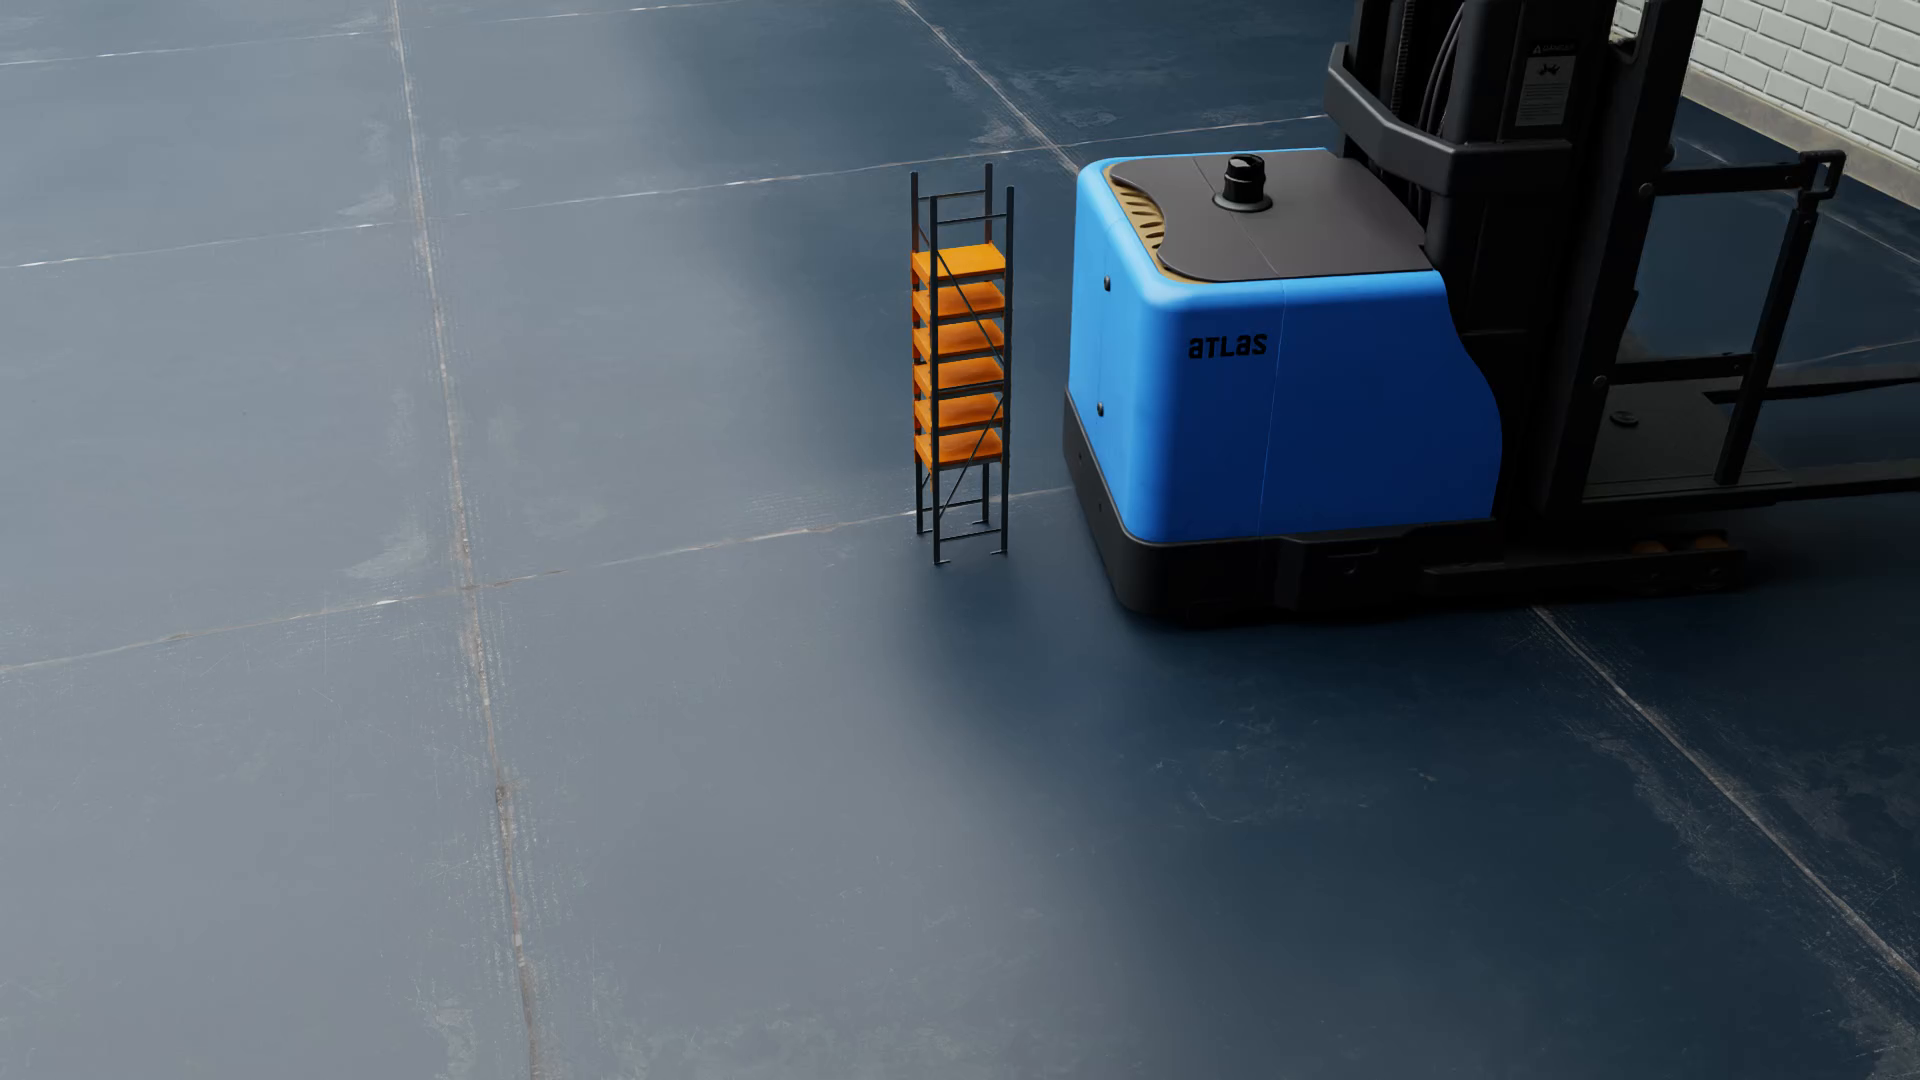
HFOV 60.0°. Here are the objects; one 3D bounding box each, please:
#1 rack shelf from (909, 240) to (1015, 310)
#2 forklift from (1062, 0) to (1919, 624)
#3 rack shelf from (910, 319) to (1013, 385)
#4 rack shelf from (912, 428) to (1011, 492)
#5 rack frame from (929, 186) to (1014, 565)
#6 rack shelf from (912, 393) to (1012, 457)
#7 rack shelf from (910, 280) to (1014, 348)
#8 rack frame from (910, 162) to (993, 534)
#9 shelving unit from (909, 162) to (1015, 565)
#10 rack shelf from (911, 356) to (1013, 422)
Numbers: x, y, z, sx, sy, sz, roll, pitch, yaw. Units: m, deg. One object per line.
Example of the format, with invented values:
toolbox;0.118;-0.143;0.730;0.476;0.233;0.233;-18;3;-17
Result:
rack shelf;0.004;-0.756;4.734;0.258;0.103;0.180;-10;35;-15
forklift;1.902;-1.340;4.619;3.031;2.935;1.130;-4;34;-7
rack shelf;0.004;-0.556;4.866;0.258;0.103;0.180;-10;35;-15
rack shelf;0.004;-0.256;5.065;0.258;0.103;0.180;-10;35;-15
rack frame;0.032;-0.445;4.835;0.240;1.200;0.006;-10;35;-15
rack shelf;0.004;-0.356;4.998;0.258;0.103;0.180;-10;35;-15
rack shelf;0.004;-0.656;4.800;0.258;0.103;0.180;-10;35;-15
rack frame;-0.023;-0.541;4.980;0.240;1.200;0.006;-10;35;-15
shelving unit;0.004;-0.493;4.908;0.258;1.200;0.189;-10;35;-15
rack shelf;0.004;-0.456;4.932;0.258;0.103;0.180;-10;35;-15
